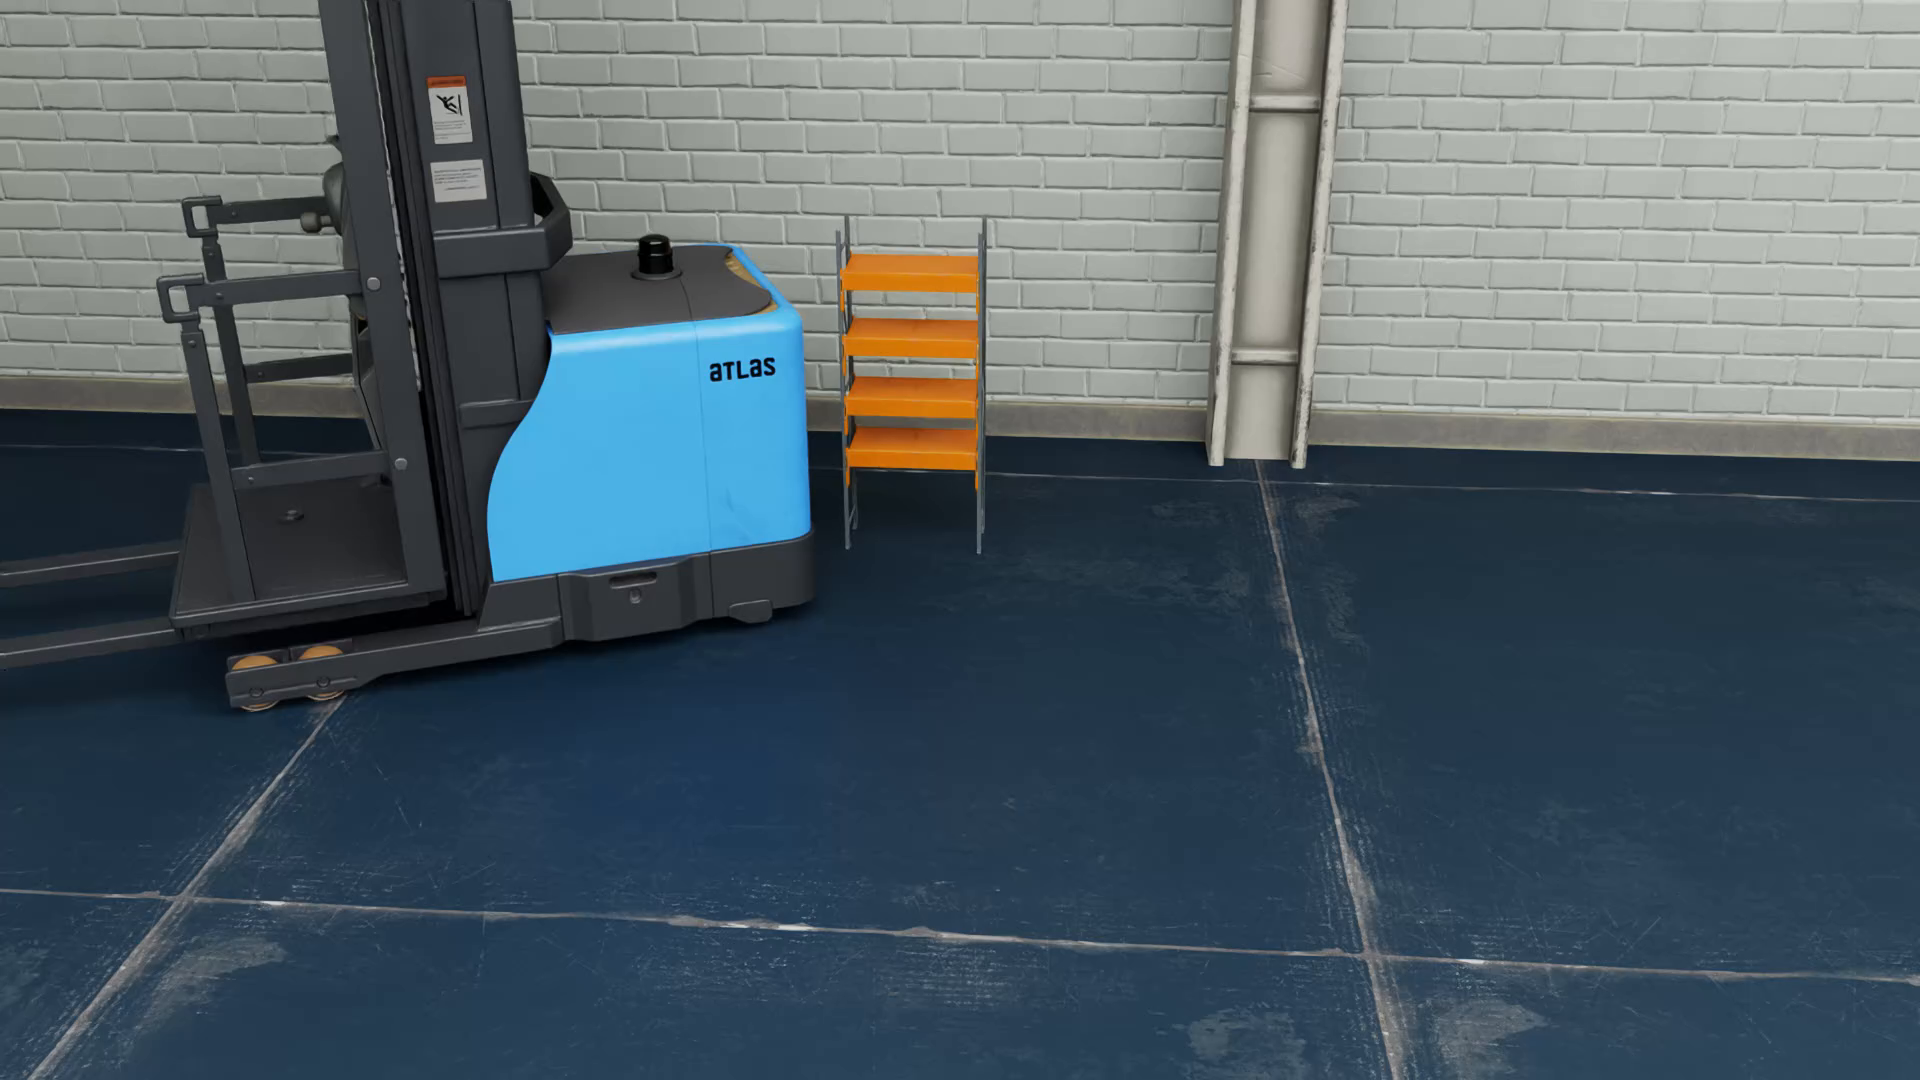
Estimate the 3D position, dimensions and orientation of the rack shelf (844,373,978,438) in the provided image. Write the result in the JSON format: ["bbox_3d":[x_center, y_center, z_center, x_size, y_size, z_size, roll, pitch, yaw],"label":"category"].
[{"bbox_3d":[-0.165,-0.489,6.039,0.480,0.148,0.258,2,25,4],"label":"rack shelf"}]

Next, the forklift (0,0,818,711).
[{"bbox_3d":[-2.061,-1.055,5.037,3.031,2.935,1.130,-8,26,-18],"label":"forklift"}]

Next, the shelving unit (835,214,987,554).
[{"bbox_3d":[-0.165,-0.550,6.011,0.503,1.200,0.258,2,25,4],"label":"shelving unit"}]

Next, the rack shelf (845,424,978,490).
[{"bbox_3d":[-0.165,-0.309,6.122,0.480,0.148,0.258,2,25,4],"label":"rack shelf"}]

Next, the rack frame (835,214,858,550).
[{"bbox_3d":[-0.408,-0.558,6.028,0.015,1.200,0.240,2,25,4],"label":"rack frame"}]

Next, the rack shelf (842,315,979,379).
[{"bbox_3d":[-0.165,-0.692,5.945,0.480,0.148,0.258,2,25,4],"label":"rack shelf"}]

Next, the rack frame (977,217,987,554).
[{"bbox_3d":[0.078,-0.543,5.994,0.015,1.200,0.240,2,25,4],"label":"rack frame"}]

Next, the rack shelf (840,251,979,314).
[{"bbox_3d":[-0.165,-0.907,5.846,0.480,0.148,0.258,2,25,4],"label":"rack shelf"}]

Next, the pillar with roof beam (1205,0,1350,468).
[{"bbox_3d":[0.918,-2.662,1.269,0.400,9.000,9.100,2,25,4],"label":"pillar with roof beam"}]
